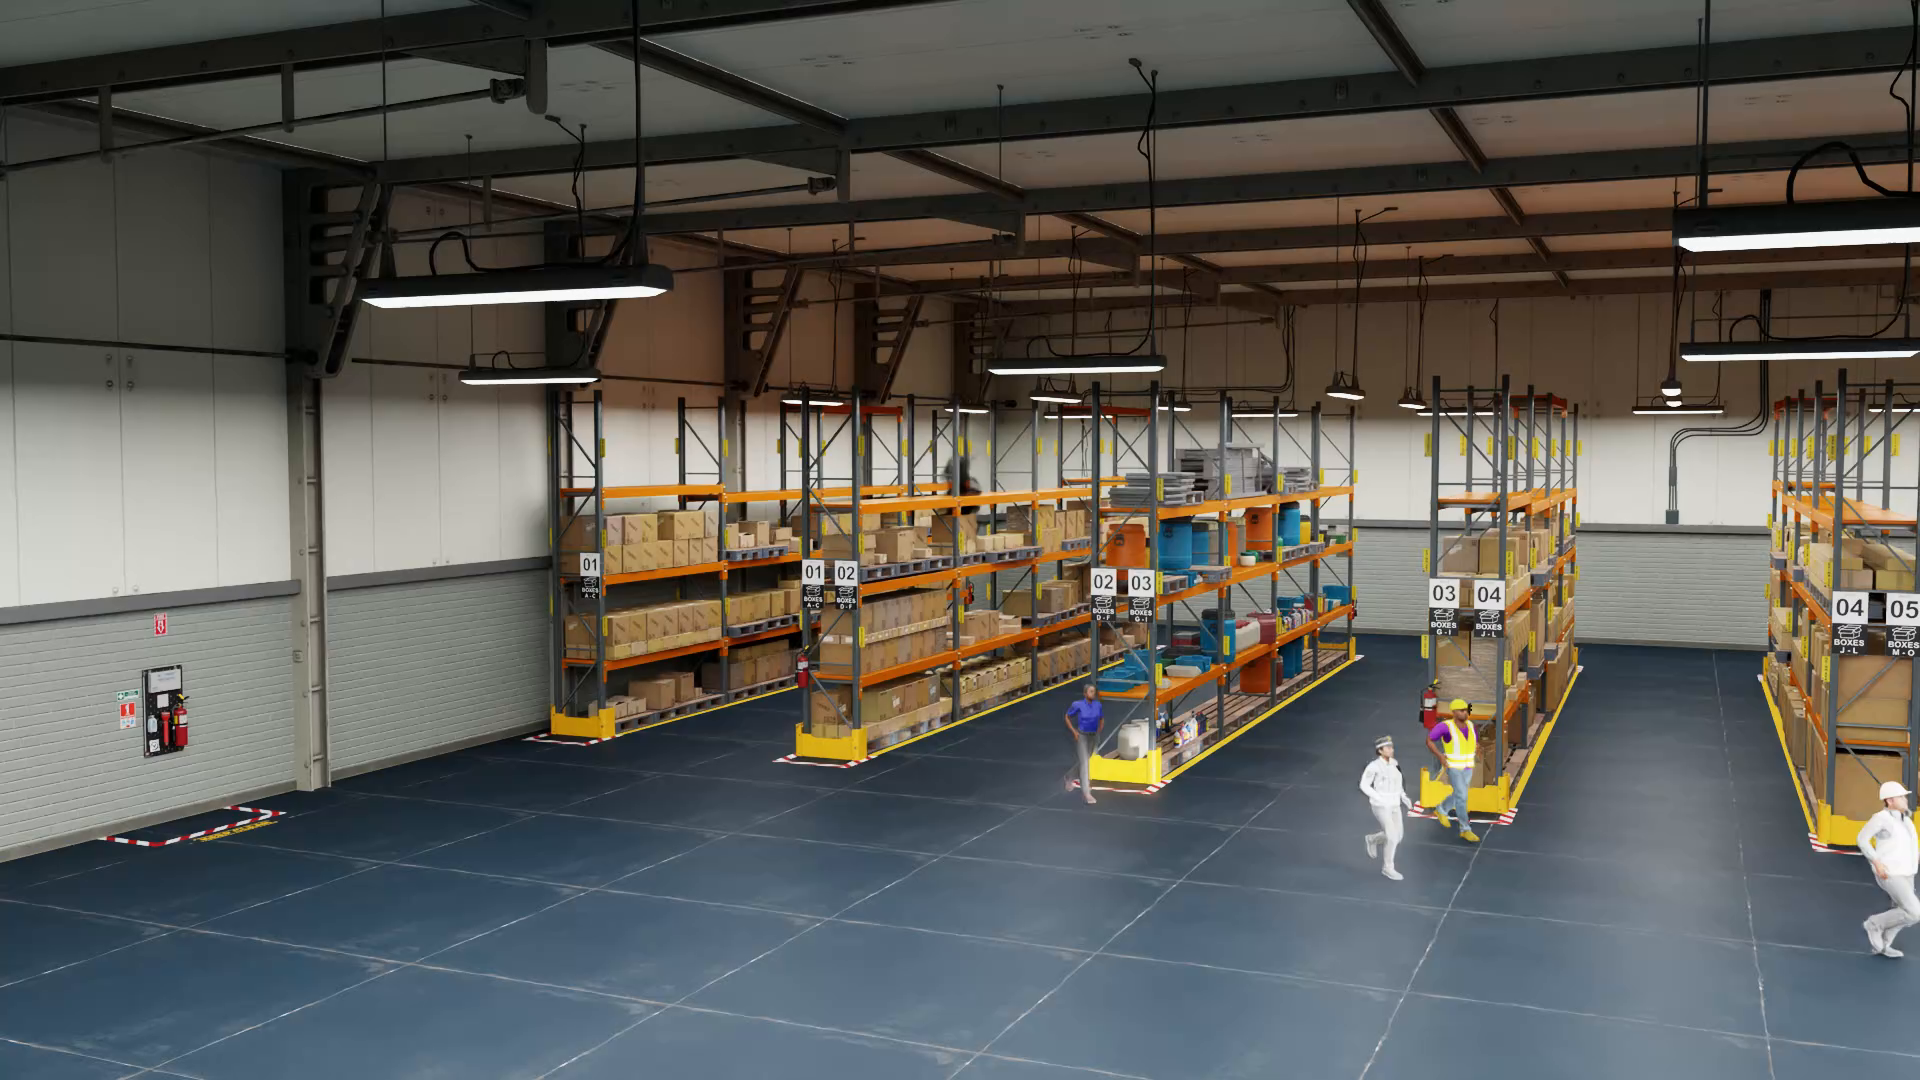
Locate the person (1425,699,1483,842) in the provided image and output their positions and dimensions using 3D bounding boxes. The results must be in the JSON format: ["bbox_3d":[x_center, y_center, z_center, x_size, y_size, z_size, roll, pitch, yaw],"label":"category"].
[{"bbox_3d":[6.379,2.913,21.352,0.711,1.759,0.906,-1,3,-25],"label":"person"}]

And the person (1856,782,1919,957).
[{"bbox_3d":[9.168,3.234,16.222,0.645,1.727,0.577,-2,4,-34],"label":"person"}]

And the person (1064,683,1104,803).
[{"bbox_3d":[1.797,2.861,23.745,0.590,1.628,0.895,-2,4,-31],"label":"person"}]

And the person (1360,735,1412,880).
[{"bbox_3d":[4.947,3.110,19.503,0.617,1.660,0.609,-2,4,-34],"label":"person"}]
